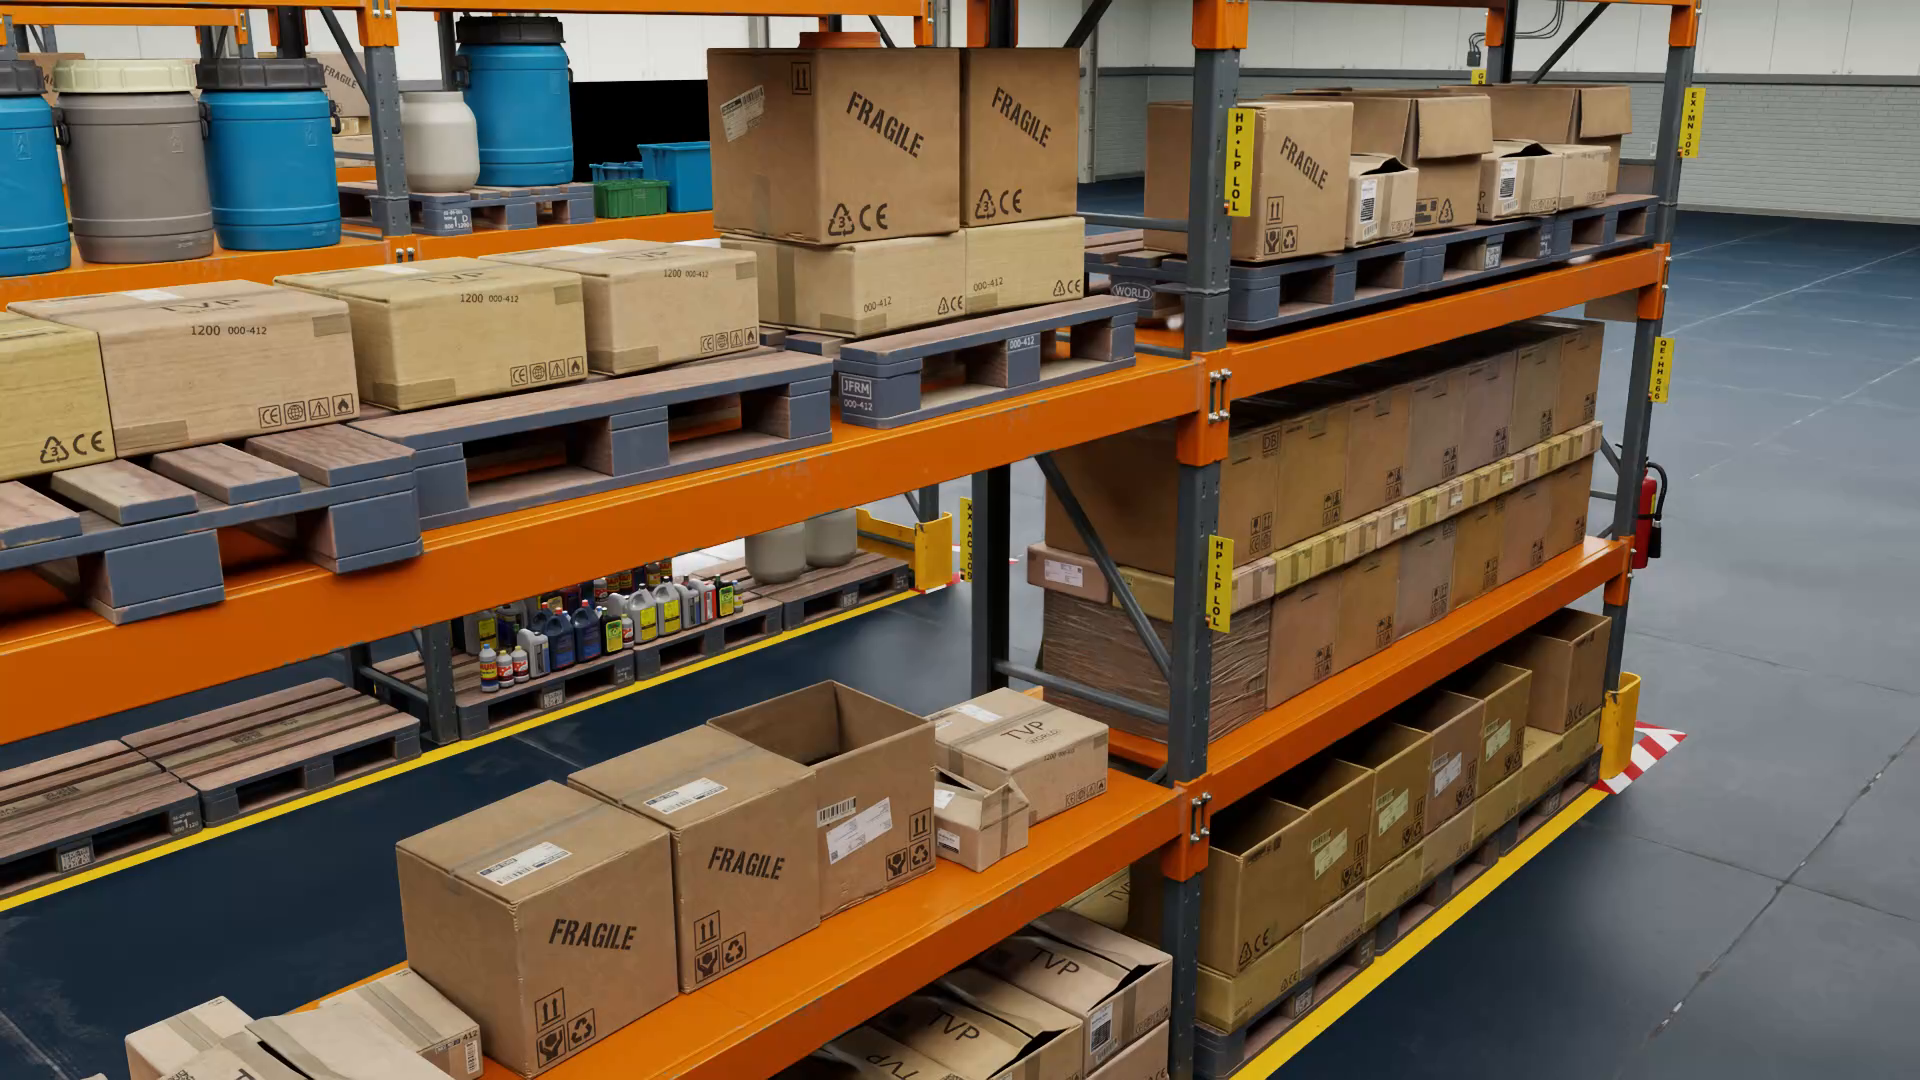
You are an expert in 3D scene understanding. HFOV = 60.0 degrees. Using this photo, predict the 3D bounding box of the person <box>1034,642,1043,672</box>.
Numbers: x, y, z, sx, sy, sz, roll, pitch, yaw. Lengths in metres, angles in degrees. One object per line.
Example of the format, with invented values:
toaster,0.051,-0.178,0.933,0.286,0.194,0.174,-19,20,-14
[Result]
person,0.879,0.057,9.831,0.893,1.753,0.628,9,19,28
